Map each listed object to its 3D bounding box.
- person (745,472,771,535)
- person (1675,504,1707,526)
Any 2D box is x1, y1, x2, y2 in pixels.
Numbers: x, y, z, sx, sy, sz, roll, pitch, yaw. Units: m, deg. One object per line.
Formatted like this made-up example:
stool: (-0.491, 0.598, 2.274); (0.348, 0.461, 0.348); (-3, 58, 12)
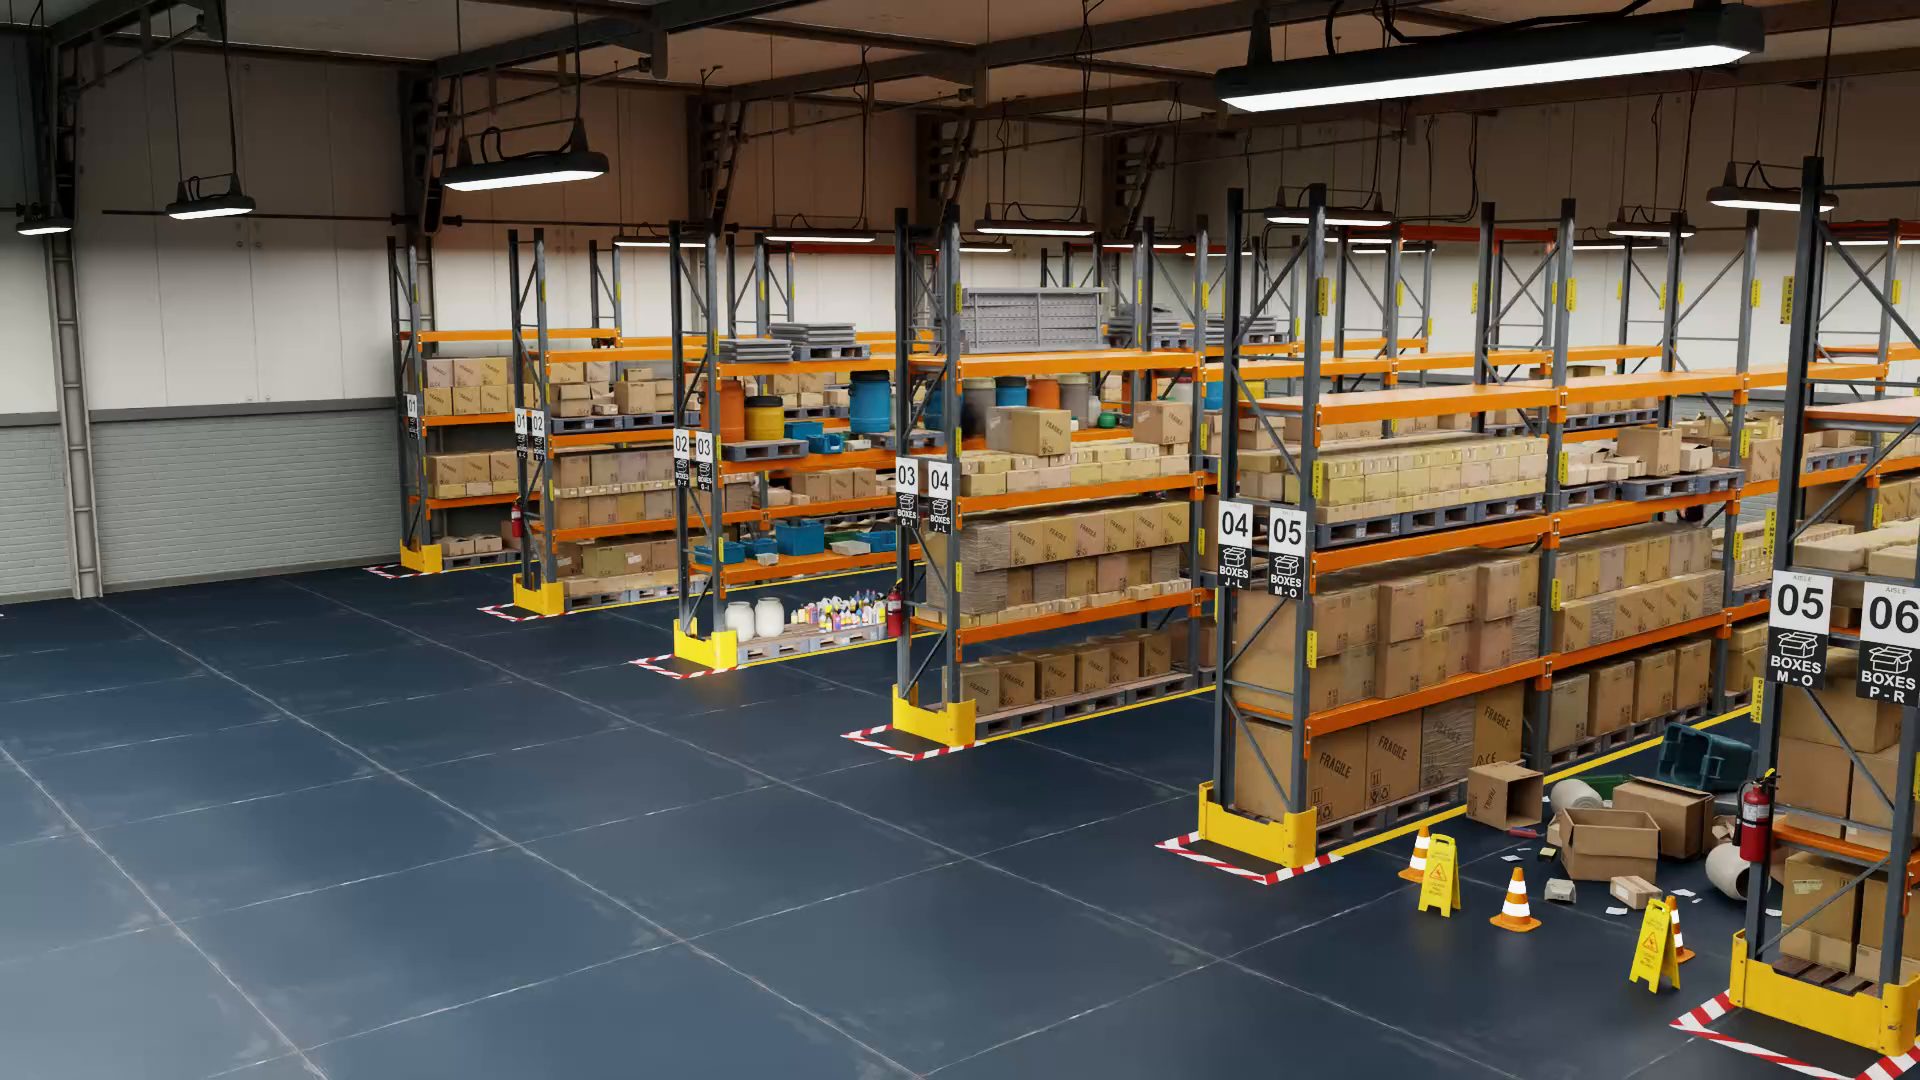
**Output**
person: (-4.024, -0.626, 32.386); (0.554, 1.723, 0.843); (9, 12, 44)
person: (13.438, -0.365, 30.658); (0.650, 1.699, 0.845); (0, 9, 1)
